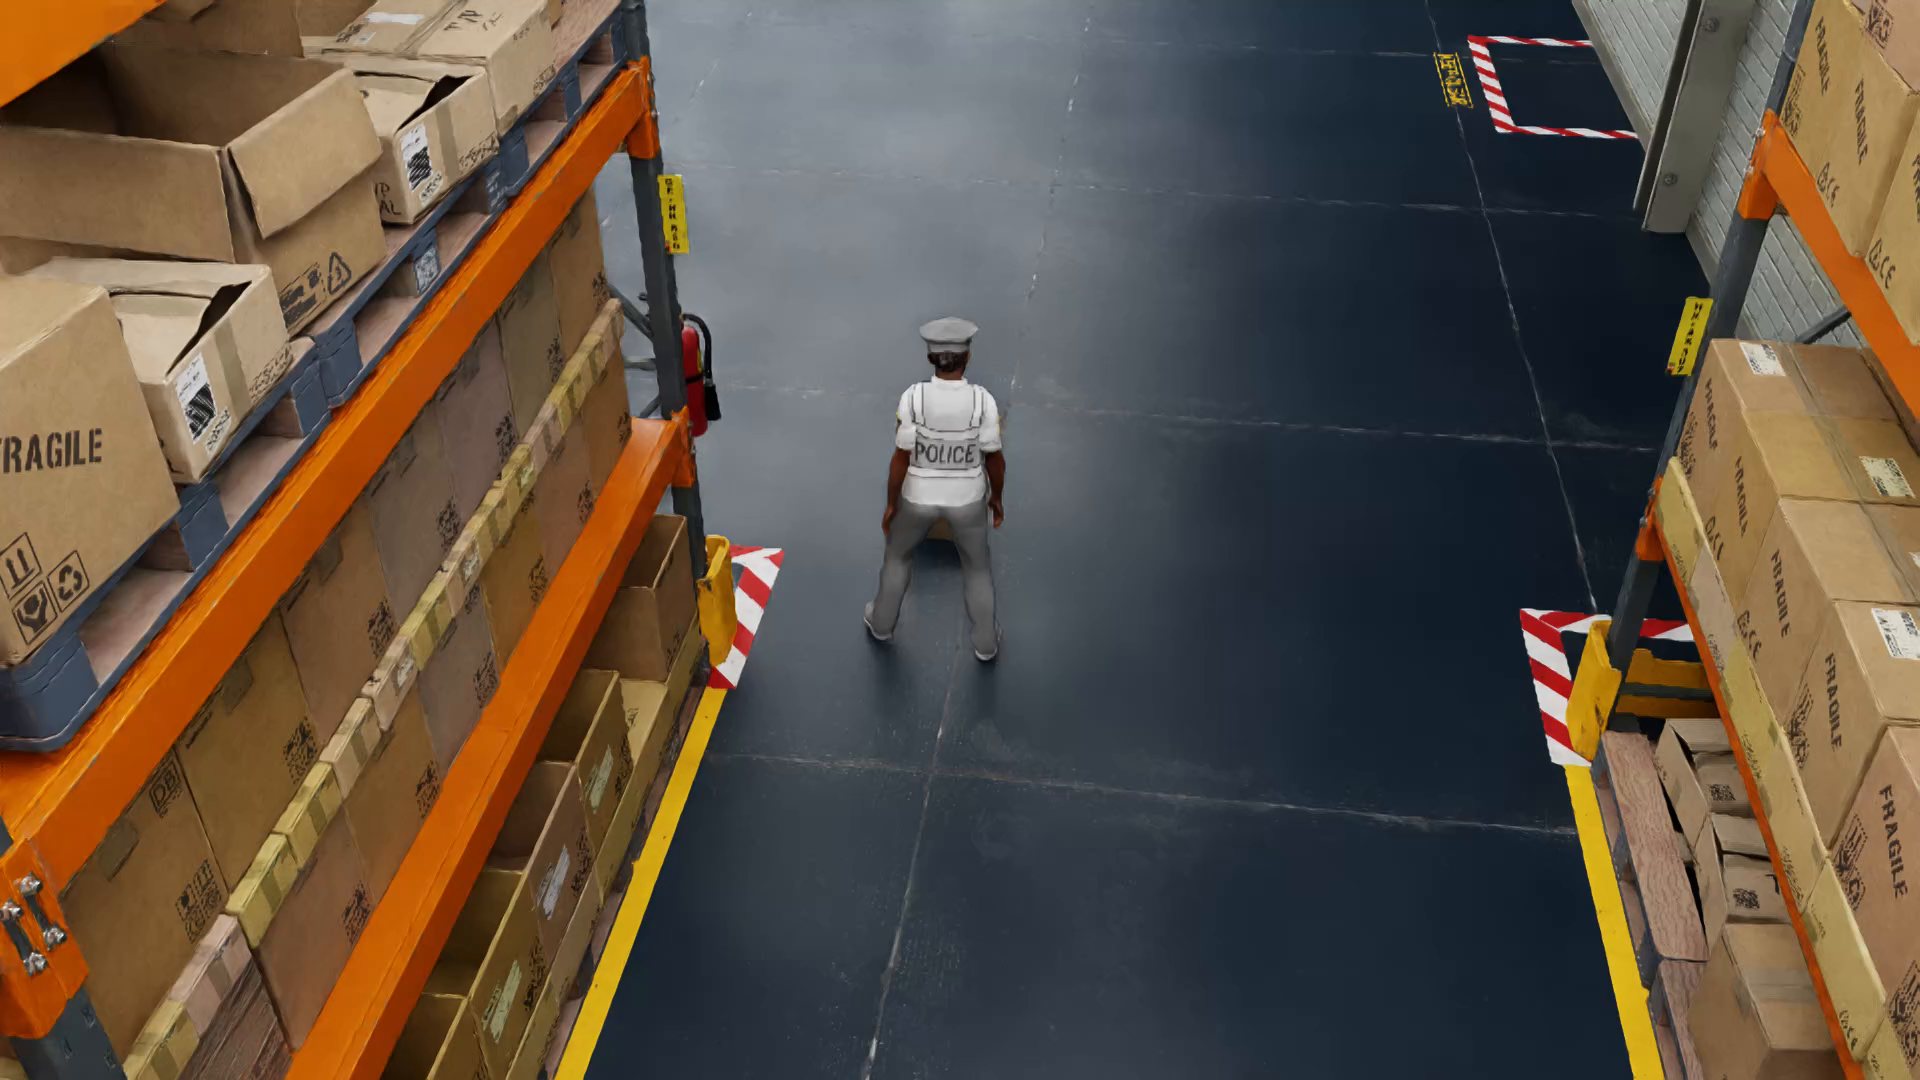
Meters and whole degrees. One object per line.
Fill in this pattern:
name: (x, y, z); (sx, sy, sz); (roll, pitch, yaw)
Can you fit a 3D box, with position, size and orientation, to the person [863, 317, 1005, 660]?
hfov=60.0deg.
person: (-0.132, -0.208, 7.302); (0.649, 1.647, 0.442); (-1, 36, -2)
